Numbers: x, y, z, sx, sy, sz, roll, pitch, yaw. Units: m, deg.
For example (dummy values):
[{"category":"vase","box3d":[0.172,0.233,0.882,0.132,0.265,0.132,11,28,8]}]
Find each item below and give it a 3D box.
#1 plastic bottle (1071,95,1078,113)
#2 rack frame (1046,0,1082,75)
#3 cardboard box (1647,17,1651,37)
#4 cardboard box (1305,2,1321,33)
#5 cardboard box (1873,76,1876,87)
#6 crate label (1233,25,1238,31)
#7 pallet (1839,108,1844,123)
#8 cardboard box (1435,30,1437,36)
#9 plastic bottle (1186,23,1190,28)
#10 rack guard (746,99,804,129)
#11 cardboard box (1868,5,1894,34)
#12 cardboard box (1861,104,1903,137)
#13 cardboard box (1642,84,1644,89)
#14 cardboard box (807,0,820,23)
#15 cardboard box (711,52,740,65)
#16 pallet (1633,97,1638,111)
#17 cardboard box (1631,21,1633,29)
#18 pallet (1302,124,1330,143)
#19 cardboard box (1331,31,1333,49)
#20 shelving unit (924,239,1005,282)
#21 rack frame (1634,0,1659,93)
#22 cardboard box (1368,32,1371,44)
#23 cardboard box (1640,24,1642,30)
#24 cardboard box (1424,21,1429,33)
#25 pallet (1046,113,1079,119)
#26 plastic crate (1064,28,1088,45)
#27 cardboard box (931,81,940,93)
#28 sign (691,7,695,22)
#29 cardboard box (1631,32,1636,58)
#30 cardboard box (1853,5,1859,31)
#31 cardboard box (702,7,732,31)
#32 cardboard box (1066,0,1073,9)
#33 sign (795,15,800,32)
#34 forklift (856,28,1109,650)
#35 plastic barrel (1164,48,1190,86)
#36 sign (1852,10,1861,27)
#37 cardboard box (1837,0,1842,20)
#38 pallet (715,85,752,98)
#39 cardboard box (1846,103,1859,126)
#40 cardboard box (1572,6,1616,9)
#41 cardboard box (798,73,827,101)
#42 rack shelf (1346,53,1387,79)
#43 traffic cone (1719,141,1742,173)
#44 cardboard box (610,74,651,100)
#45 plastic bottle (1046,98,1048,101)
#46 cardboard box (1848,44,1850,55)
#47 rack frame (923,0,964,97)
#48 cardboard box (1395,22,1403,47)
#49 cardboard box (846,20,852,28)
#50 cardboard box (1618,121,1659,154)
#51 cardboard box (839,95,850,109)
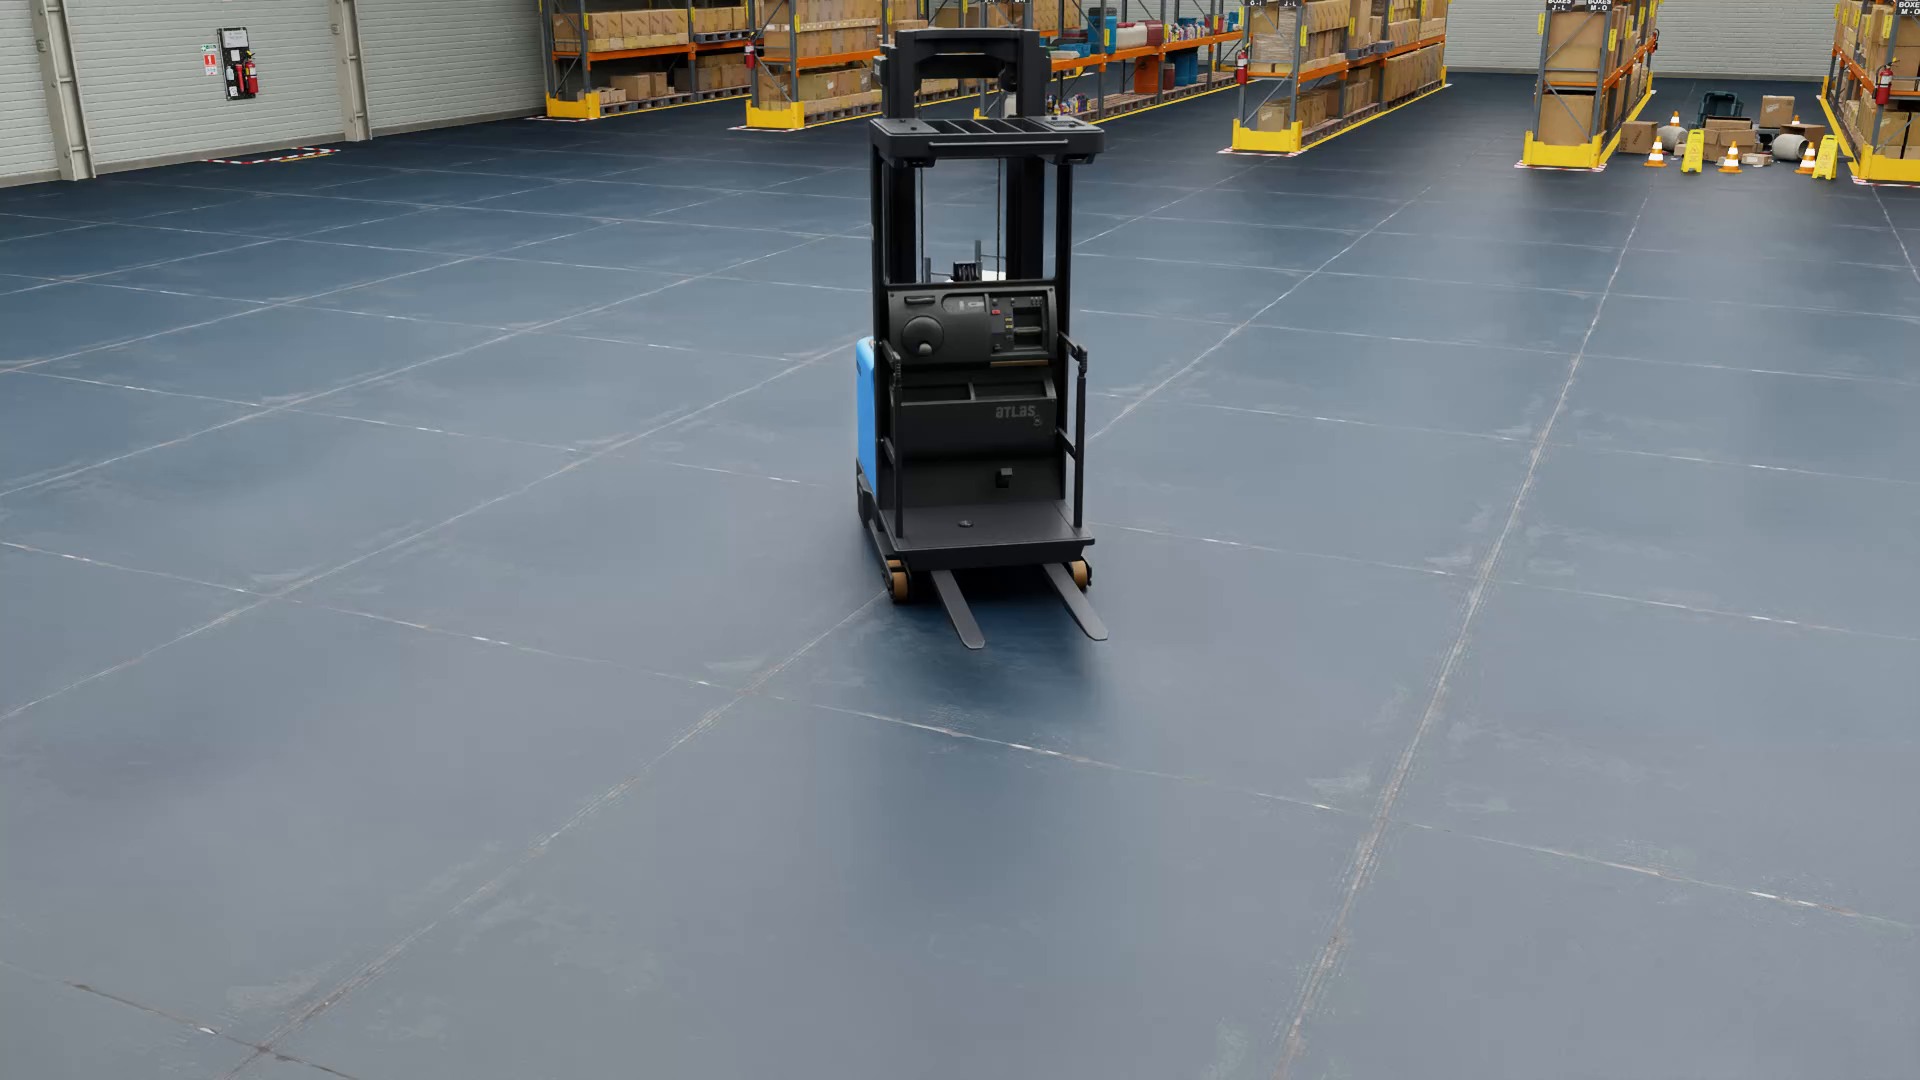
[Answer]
[{"category":"plastic bottle","box3d":[2.281,-8.754,33.405,0.144,0.351,0.185,8,21,22]},{"category":"rack frame","box3d":[2.889,-14.538,46.372,1.000,3.000,0.127,9,21,23]},{"category":"cardboard box","box3d":[15.400,-11.700,37.797,0.500,0.500,0.500,9,21,23]},{"category":"cardboard box","box3d":[6.059,-9.228,29.354,0.500,0.500,0.500,9,21,23]},{"category":"cardboard box","box3d":[14.578,-7.203,26.121,0.380,0.149,0.250,9,21,24]},{"category":"crate label","box3d":[7.015,-13.312,43.228,0.396,0.136,0.243,9,21,23]},{"category":"pallet","box3d":[18.583,-8.661,34.007,1.003,0.211,1.213,9,21,23]},{"category":"cardboard box","box3d":[11.558,-12.514,41.054,0.380,0.149,0.250,9,21,23]},{"category":"plastic bottle","box3d":[5.484,-12.249,40.008,0.144,0.351,0.185,9,21,23]},{"category":"rack guard","box3d":[-3.672,-8.462,33.017,1.175,0.500,0.348,9,21,23]},{"category":"cardboard box","box3d":[15.675,-8.703,27.879,0.700,0.500,0.500,8,21,22]},{"category":"cardboard box","box3d":[14.929,-6.777,26.905,0.500,0.500,0.500,8,21,21]},{"category":"cardboard box","box3d":[16.048,-10.806,39.505,0.380,0.149,0.250,8,21,20]},{"category":"cardboard box","box3d":[-3.227,-10.624,33.280,0.700,0.500,0.500,8,21,21]},{"category":"cardboard box","box3d":[-5.651,-11.603,40.074,0.500,0.250,0.500,8,21,22]},{"category":"pallet","box3d":[14.454,-9.691,36.905,1.003,0.211,1.213,9,21,23]},{"category":"cardboard box","box3d":[13.501,-10.497,33.867,0.380,0.149,0.250,9,21,23]},{"category":"pallet","box3d":[6.271,-7.611,31.055,1.003,0.211,1.213,9,21,23]},{"category":"cardboard box","box3d":[6.534,-9.420,31.386,0.875,0.500,0.500,9,21,23]},{"category":"shelving unit","box3d":[0.120,-1.173,11.030,0.431,1.500,0.755,9,22,25]},{"category":"rack frame","box3d":[16.409,-12.466,40.546,1.000,3.000,0.127,9,21,23]},{"category":"cardboard box","box3d":[8.213,-10.320,34.084,0.396,0.266,0.258,8,21,21]},{"category":"cardboard box","box3d":[14.789,-11.314,36.611,0.380,0.149,0.250,9,22,24]},{"category":"cardboard box","box3d":[10.927,-12.283,39.812,0.500,0.250,0.500,8,21,22]},{"category":"pallet","box3d":[1.682,-8.301,32.996,1.003,0.211,1.213,9,21,23]},{"category":"plastic crate","box3d":[2.412,-10.409,34.666,0.402,0.464,0.583,9,21,23]},{"category":"cardboard box","box3d":[-0.796,-10.489,38.463,0.500,0.250,0.500,9,22,24]},{"category":"sign","box3d":[-6.047,-11.884,37.617,0.100,0.325,0.005,9,21,23]},{"category":"cardboard box","box3d":[12.988,-9.741,32.733,0.500,0.500,0.500,9,21,23]},{"category":"cardboard box","box3d":[17.866,-10.242,32.651,0.500,0.500,0.500,9,21,24]},{"category":"cardboard box","box3d":[-5.829,-12.329,39.354,0.700,0.500,0.500,12,23,30]},{"category":"cardboard box","box3d":[2.752,-14.728,45.264,0.500,0.500,0.500,9,22,24]},{"category":"sign","box3d":[-3.158,-10.014,32.241,0.100,0.325,0.005,9,21,23]},{"category":"forklift","box3d":[0.110,-1.176,8.900,1.130,2.935,3.031,-3,20,-10]},{"category":"plastic barrel","box3d":[5.241,-11.463,40.230,0.600,0.901,0.708,9,21,23]},{"category":"sign","box3d":[17.183,-9.993,31.863,0.100,0.325,0.005,9,21,23]},{"category":"cardboard box","box3d":[20.510,-12.228,38.236,0.500,0.500,0.500,8,21,21]},{"category":"pallet","box3d":[-5.730,-10.847,40.154,1.003,0.211,1.213,9,21,23]},{"category":"cardboard box","box3d":[17.155,-7.934,31.097,0.950,0.372,0.625,8,21,22]},{"category":"cardboard box","box3d":[10.847,-8.939,28.792,0.875,0.550,0.550,9,21,23]},{"category":"cardboard box","box3d":[-3.037,-9.189,33.689,0.500,0.500,0.500,9,21,23]},{"category":"rack shelf","box3d":[7.831,-9.782,34.071,1.077,0.370,4.000,9,21,23]},{"category":"traffic cone","box3d":[12.262,-6.088,26.398,0.336,0.463,0.334,9,21,23]},{"category":"cardboard box","box3d":[-7.238,-9.946,36.533,0.700,0.500,0.500,7,21,19]},{"category":"plastic bottle","box3d":[1.707,-8.901,33.816,0.144,0.351,0.185,8,21,20]},{"category":"cardboard box","box3d":[18.077,-9.802,33.278,0.500,0.250,0.500,8,21,22]},{"category":"rack frame","box3d":[-0.386,-12.093,39.495,1.000,3.000,0.127,9,21,23]},{"category":"cardboard box","box3d":[9.513,-11.206,36.852,0.500,0.500,0.500,8,21,22]},{"category":"cardboard box","box3d":[-2.462,-10.722,34.524,0.380,0.149,0.250,9,22,24]},{"category":"cardboard box","box3d":[11.796,-7.006,28.919,0.500,0.500,0.500,13,23,32]},{"category":"cardboard box","box3d":[-2.624,-9.141,34.673,0.500,0.250,0.500,9,21,23]}]
